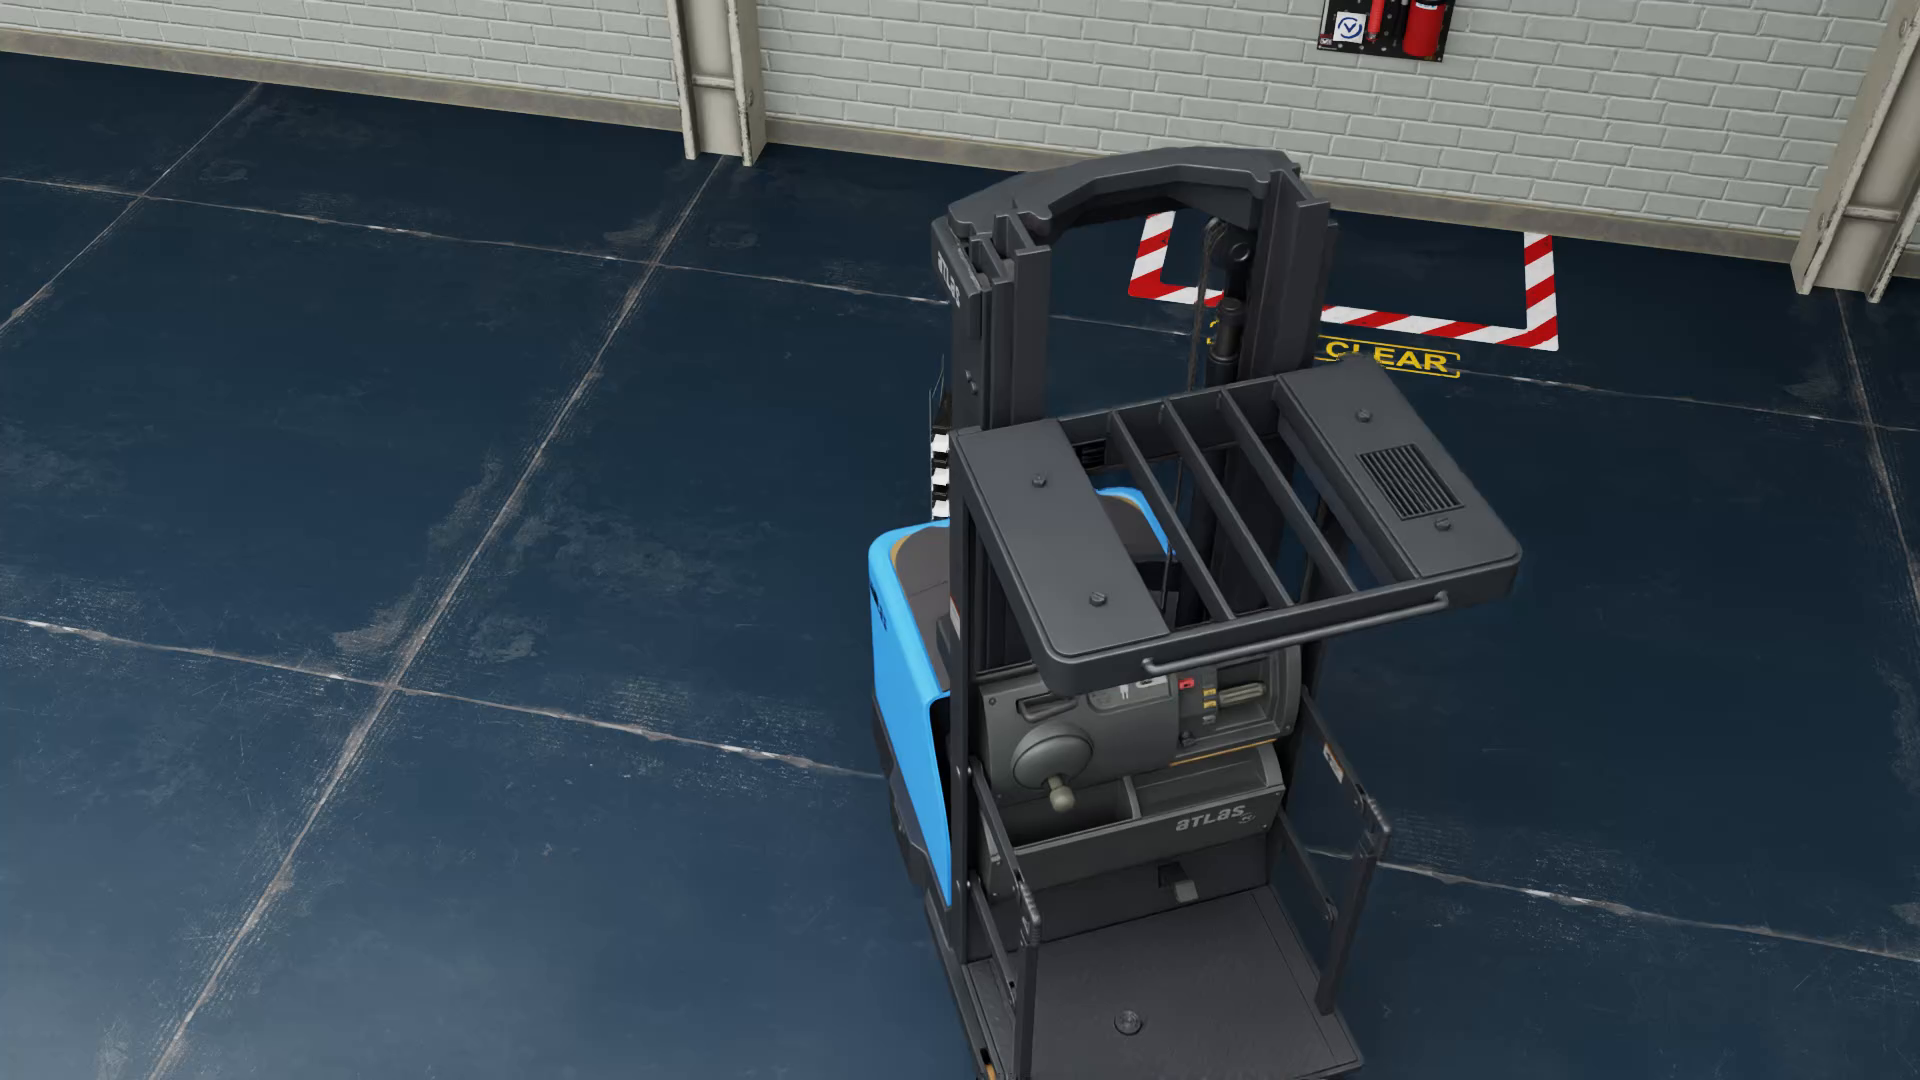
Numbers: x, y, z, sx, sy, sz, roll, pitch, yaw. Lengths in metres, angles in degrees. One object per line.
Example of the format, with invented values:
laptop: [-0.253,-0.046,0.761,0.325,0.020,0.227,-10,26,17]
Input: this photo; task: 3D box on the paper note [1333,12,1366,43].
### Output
paper note: [1.959,-2.576,8.358,0.142,0.148,0.016,9,45,9]

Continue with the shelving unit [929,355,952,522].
shelving unit: [0.008,-0.323,6.897,0.210,0.900,0.258,9,45,9]

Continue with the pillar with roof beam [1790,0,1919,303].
pillar with roof beam: [3.580,-1.668,2.454,0.400,9.000,9.100,9,45,9]

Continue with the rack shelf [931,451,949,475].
rack shelf: [0.008,-0.364,6.857,0.200,0.077,0.258,9,45,9]

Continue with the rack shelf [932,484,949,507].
rack shelf: [0.008,-0.234,6.982,0.200,0.077,0.258,9,45,9]

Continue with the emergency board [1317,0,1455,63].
emergency board: [2.116,-2.820,7.976,0.643,1.169,0.194,9,45,9]

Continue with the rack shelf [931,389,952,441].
rack shelf: [0.008,-0.493,6.733,0.200,0.077,0.258,9,45,9]

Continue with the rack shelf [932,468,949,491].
rack shelf: [0.008,-0.299,6.920,0.200,0.077,0.258,9,45,9]

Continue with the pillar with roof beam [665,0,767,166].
pillar with roof beam: [-2.276,-2.576,3.397,0.400,9.000,9.100,9,45,9]

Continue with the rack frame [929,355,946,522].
rack frame: [-0.091,-0.338,6.913,0.006,0.900,0.240,9,45,9]

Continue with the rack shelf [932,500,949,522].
rack shelf: [0.008,-0.169,7.045,0.200,0.077,0.258,9,45,9]

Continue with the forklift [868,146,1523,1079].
forklift: [0.579,0.581,4.493,1.130,2.935,3.031,-12,45,-12]

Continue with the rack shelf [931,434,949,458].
rack shelf: [0.008,-0.429,6.795,0.200,0.077,0.258,9,45,9]
